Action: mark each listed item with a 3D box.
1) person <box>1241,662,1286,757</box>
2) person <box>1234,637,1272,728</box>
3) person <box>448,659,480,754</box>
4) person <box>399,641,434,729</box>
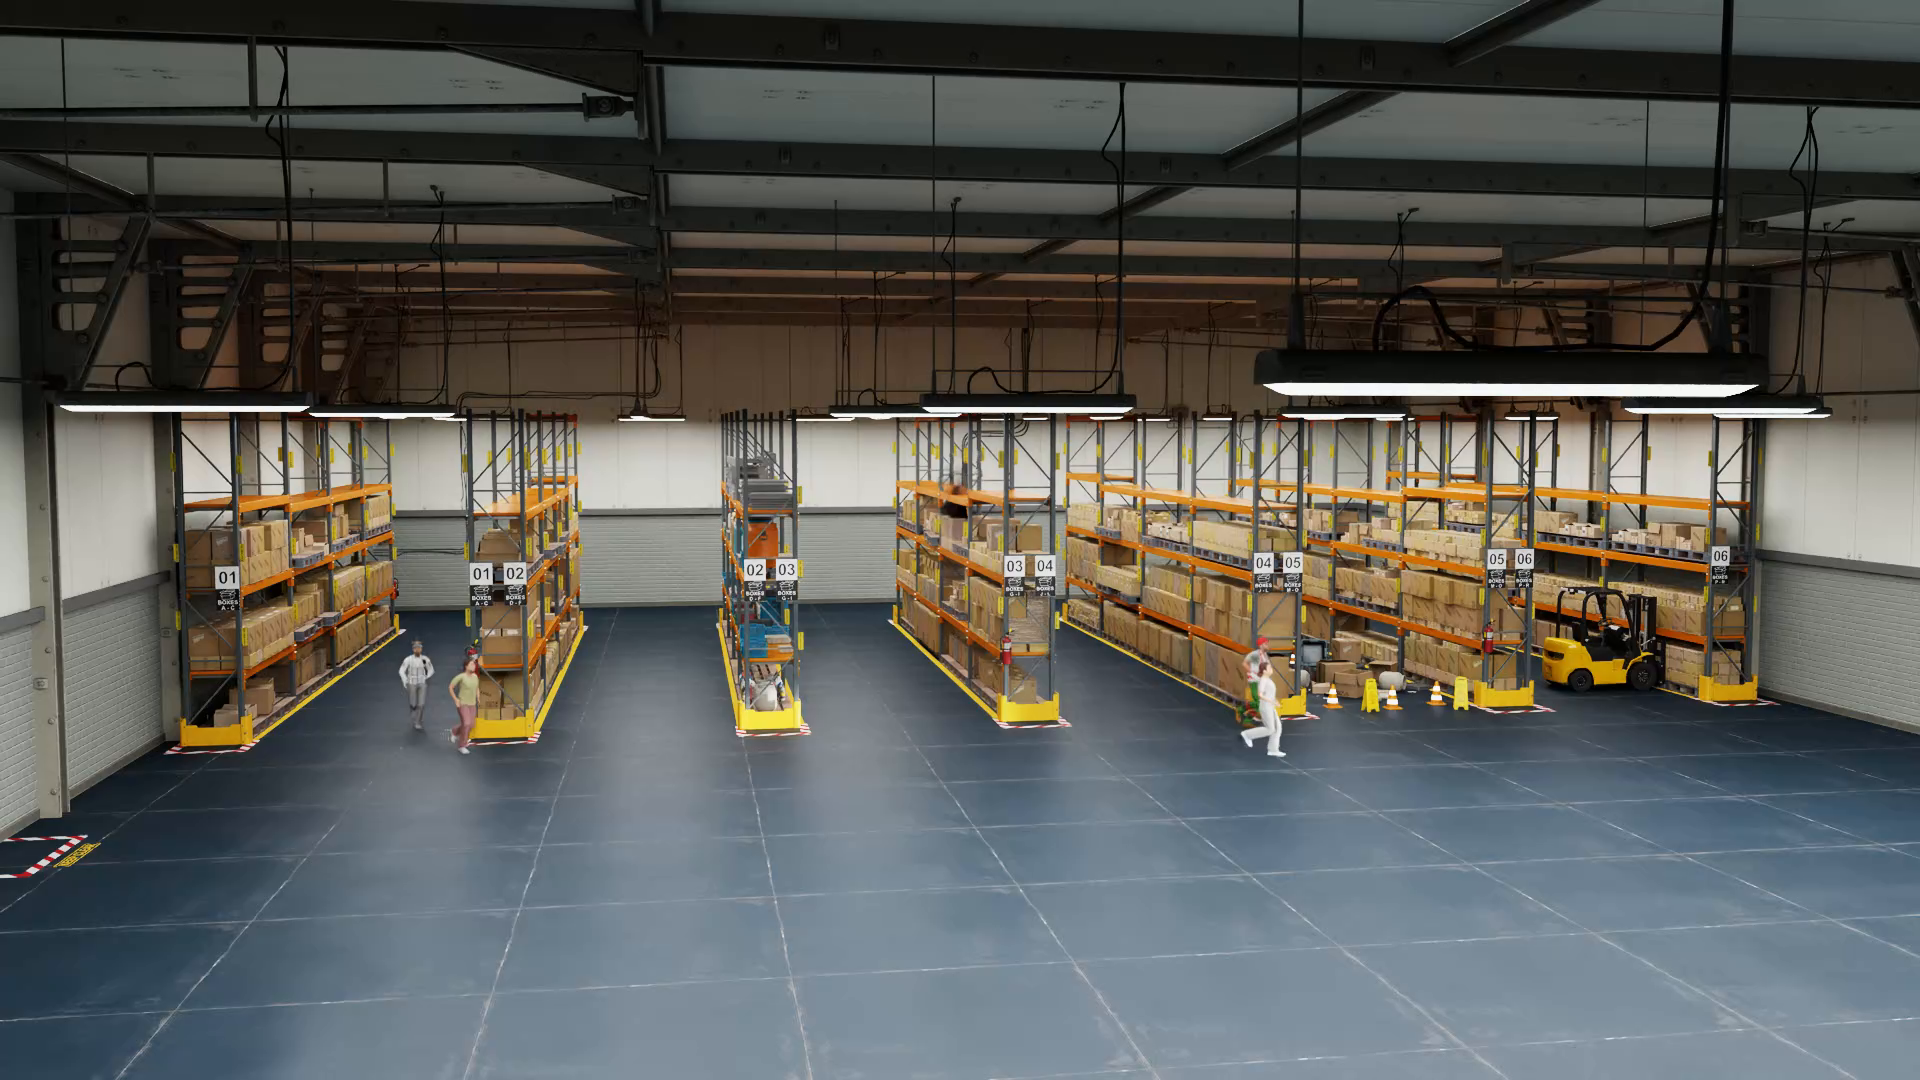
[{"bbox_3d":[5.250,2.907,28.671,0.764,1.637,0.564,1,4,20],"label":"person"},{"bbox_3d":[5.600,2.680,31.433,0.606,1.690,0.721,4,5,41],"label":"person"},{"bbox_3d":[-8.704,2.890,29.232,0.662,1.625,0.615,3,5,37],"label":"person"},{"bbox_3d":[-10.230,2.710,31.342,0.629,1.651,0.567,-2,4,-23],"label":"person"}]
